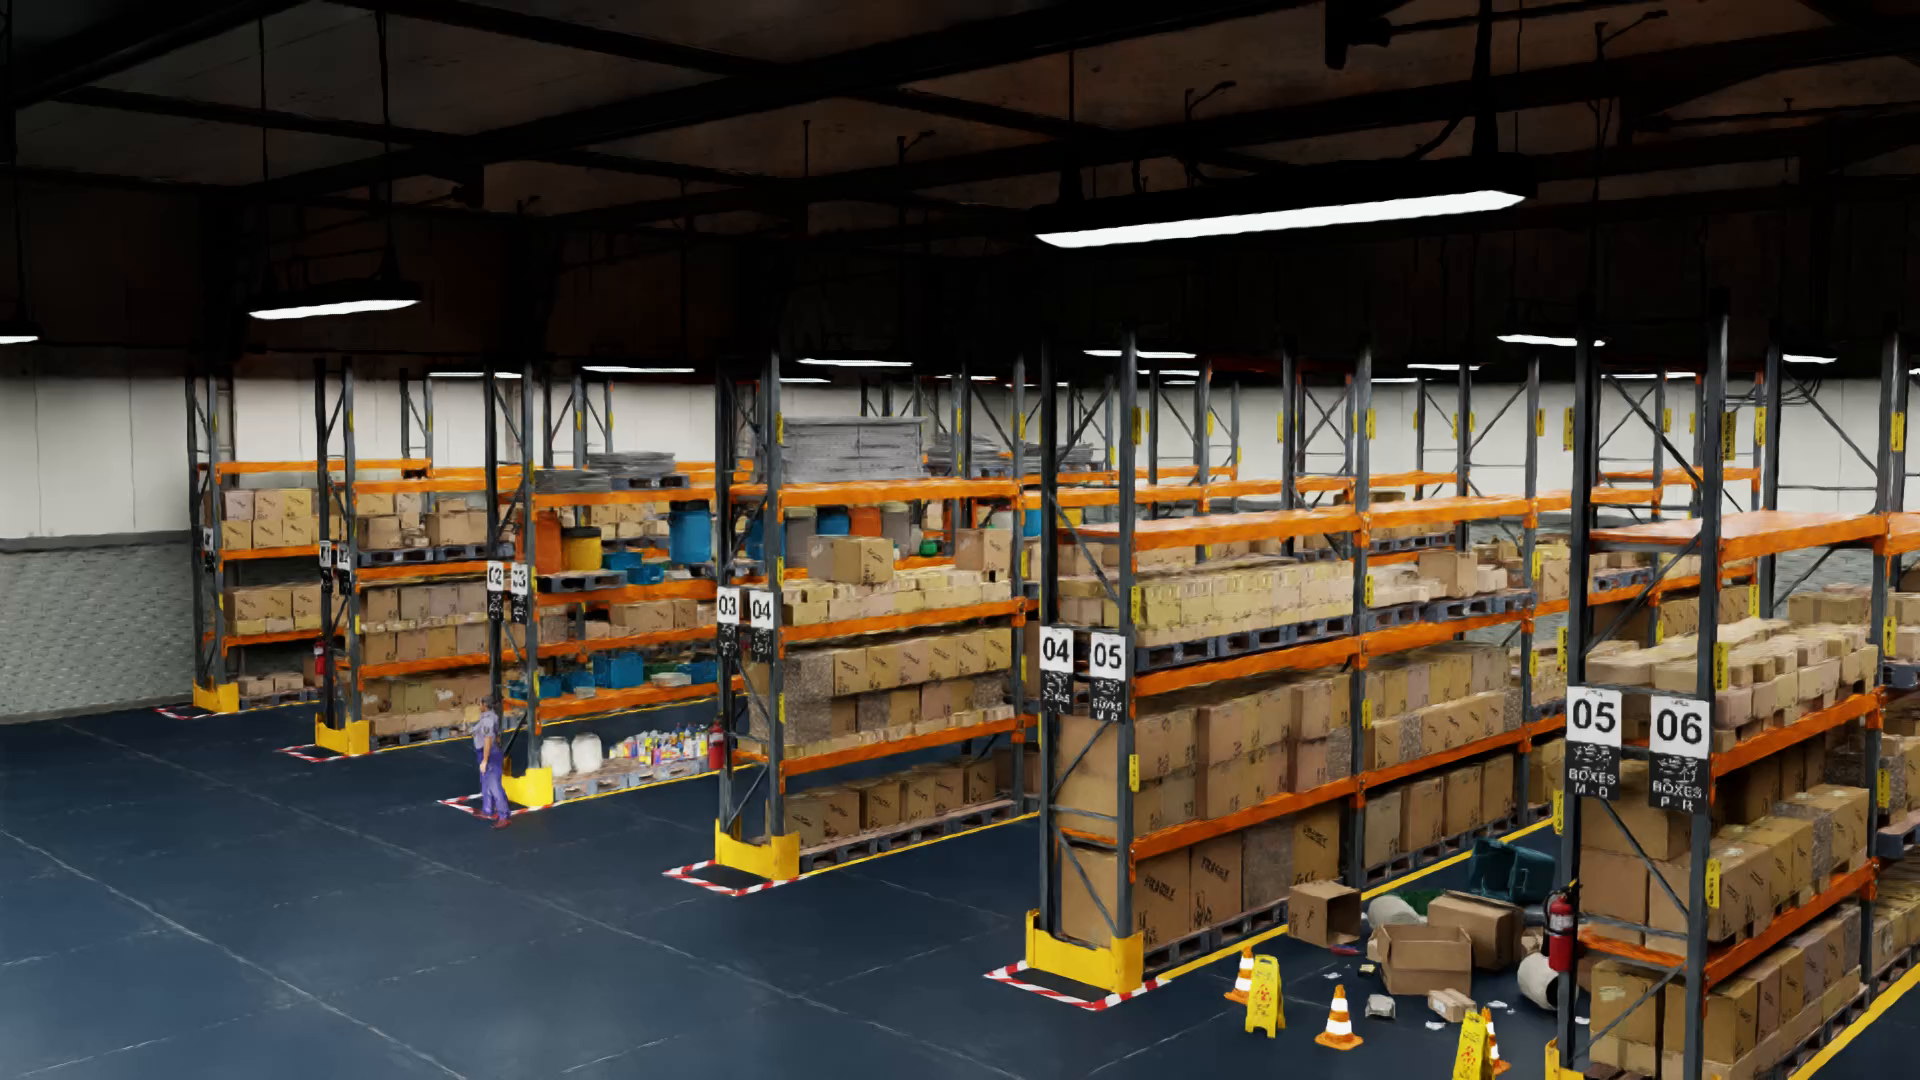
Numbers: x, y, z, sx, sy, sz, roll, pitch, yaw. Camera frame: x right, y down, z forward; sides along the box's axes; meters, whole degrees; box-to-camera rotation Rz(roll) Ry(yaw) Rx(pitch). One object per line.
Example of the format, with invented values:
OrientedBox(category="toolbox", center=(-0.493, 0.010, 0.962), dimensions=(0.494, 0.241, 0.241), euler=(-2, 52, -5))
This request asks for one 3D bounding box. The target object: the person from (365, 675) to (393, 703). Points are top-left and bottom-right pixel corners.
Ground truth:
OrientedBox(category="person", center=(-10.286, 2.058, 29.350), dimensions=(0.904, 1.717, 0.736), euler=(-4, 6, -41))

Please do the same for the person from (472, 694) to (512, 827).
OrientedBox(category="person", center=(-5.916, 2.794, 20.926), dimensions=(0.543, 1.538, 0.741), euler=(-1, 4, -9))
